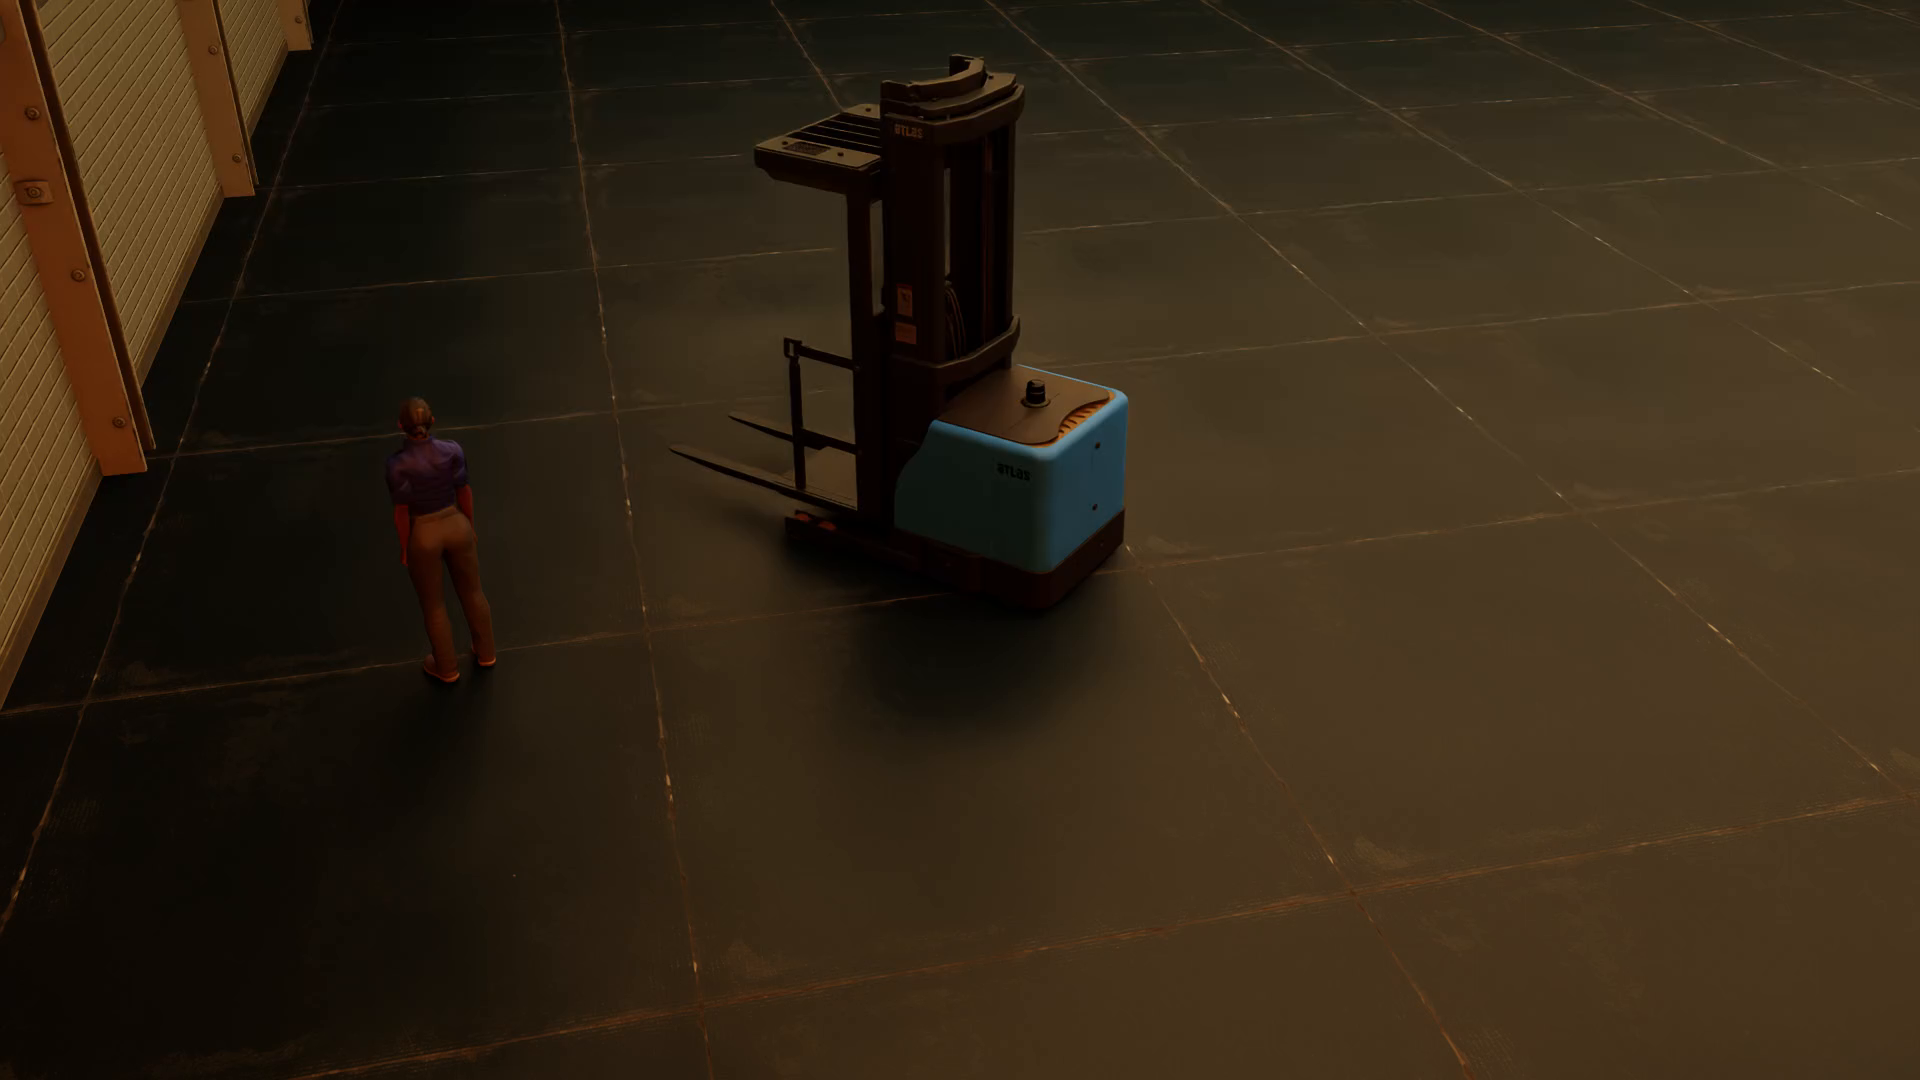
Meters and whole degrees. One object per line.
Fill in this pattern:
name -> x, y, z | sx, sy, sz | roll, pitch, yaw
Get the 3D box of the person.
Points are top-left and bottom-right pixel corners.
person -> -2.789, -0.016, 8.875 | 0.446, 1.662, 0.327 | -20, 36, -31

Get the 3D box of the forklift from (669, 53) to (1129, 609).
forklift -> -0.498, -1.419, 10.025 | 3.031, 2.935, 1.130 | 18, 35, 28
